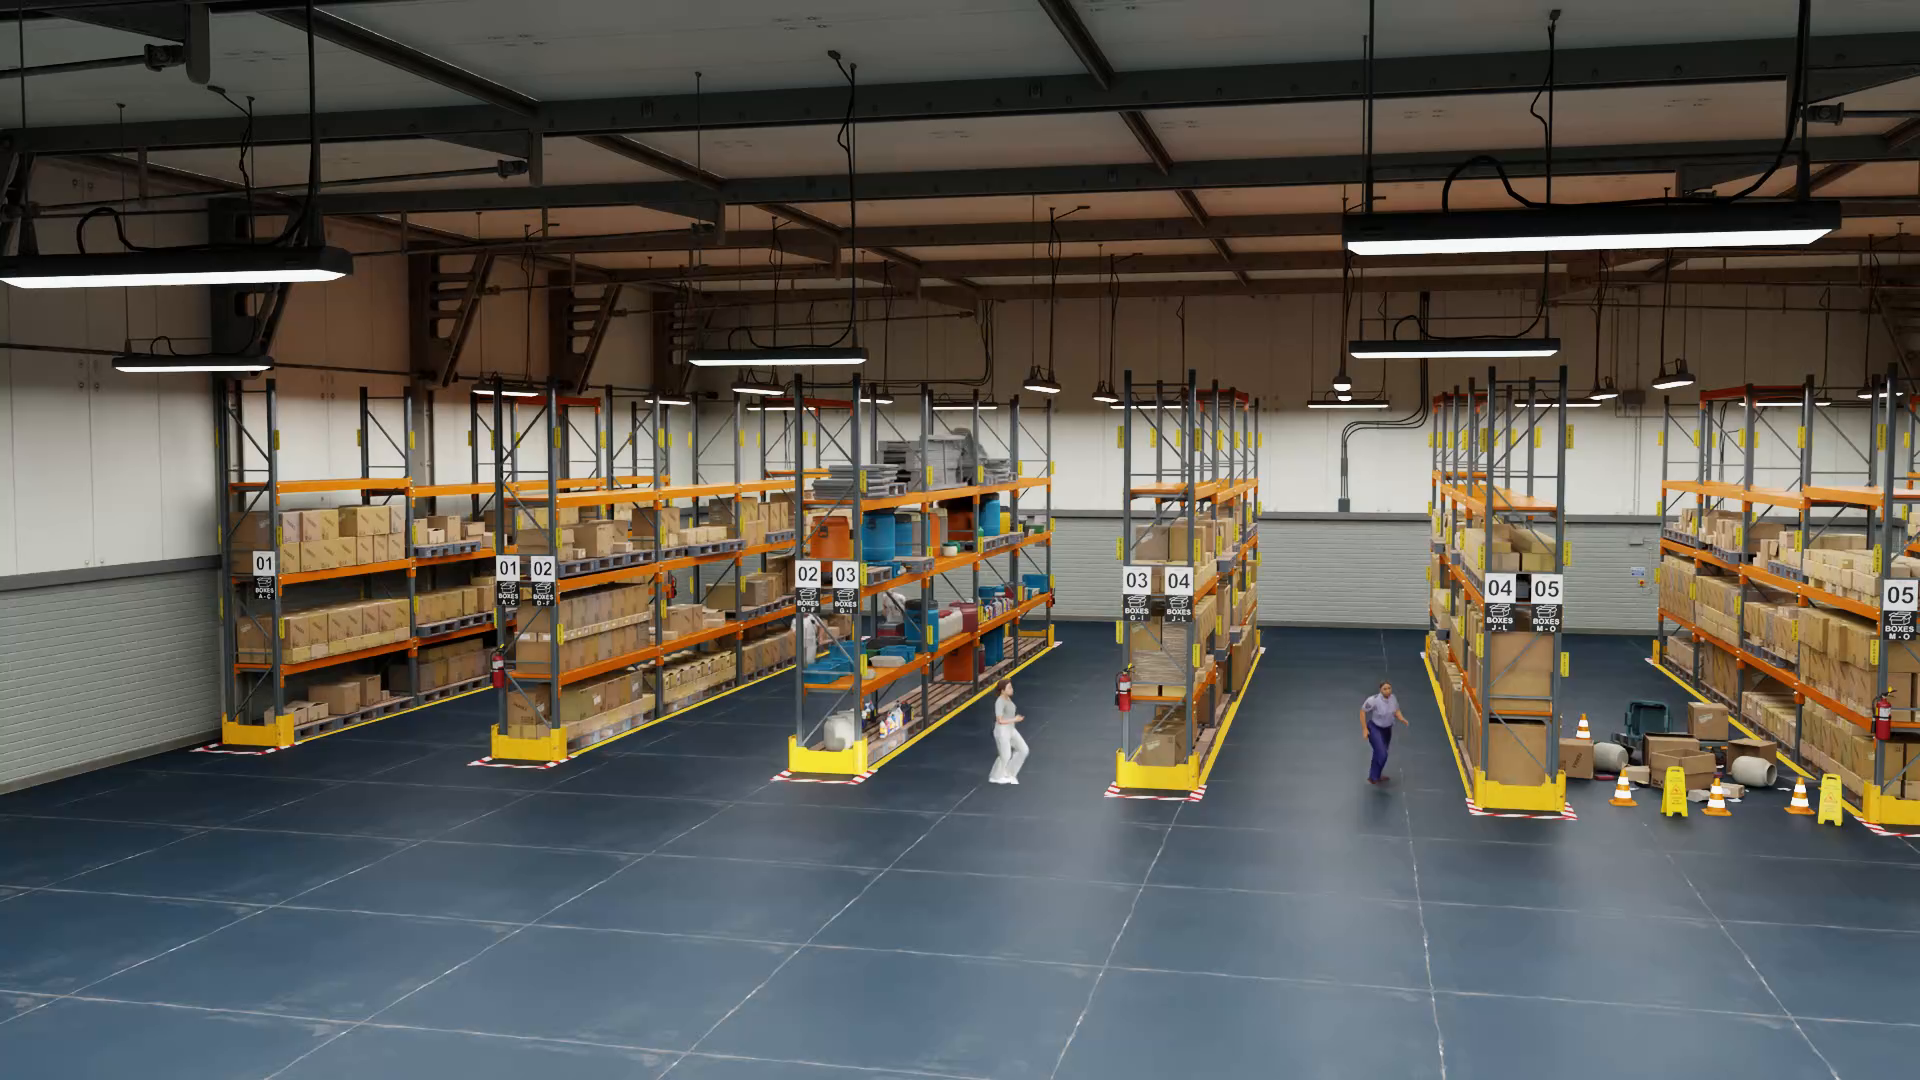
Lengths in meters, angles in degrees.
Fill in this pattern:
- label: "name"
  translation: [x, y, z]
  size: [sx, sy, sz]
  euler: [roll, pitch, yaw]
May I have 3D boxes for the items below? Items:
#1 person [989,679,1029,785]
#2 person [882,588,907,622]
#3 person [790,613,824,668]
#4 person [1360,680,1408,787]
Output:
- label: "person"
  translation: [0.640, 2.773, 23.869]
  size: [0.631, 1.608, 0.701]
  euler: [2, 4, 25]
- label: "person"
  translation: [-1.579, 1.843, 40.584]
  size: [0.624, 1.481, 0.875]
  euler: [2, 4, 25]
- label: "person"
  translation: [-3.081, 2.131, 33.305]
  size: [0.612, 1.839, 0.840]
  euler: [0, 3, 8]
- label: "person"
  translation: [6.142, 2.809, 24.126]
  size: [0.654, 1.624, 0.809]
  euler: [-2, 4, -36]
